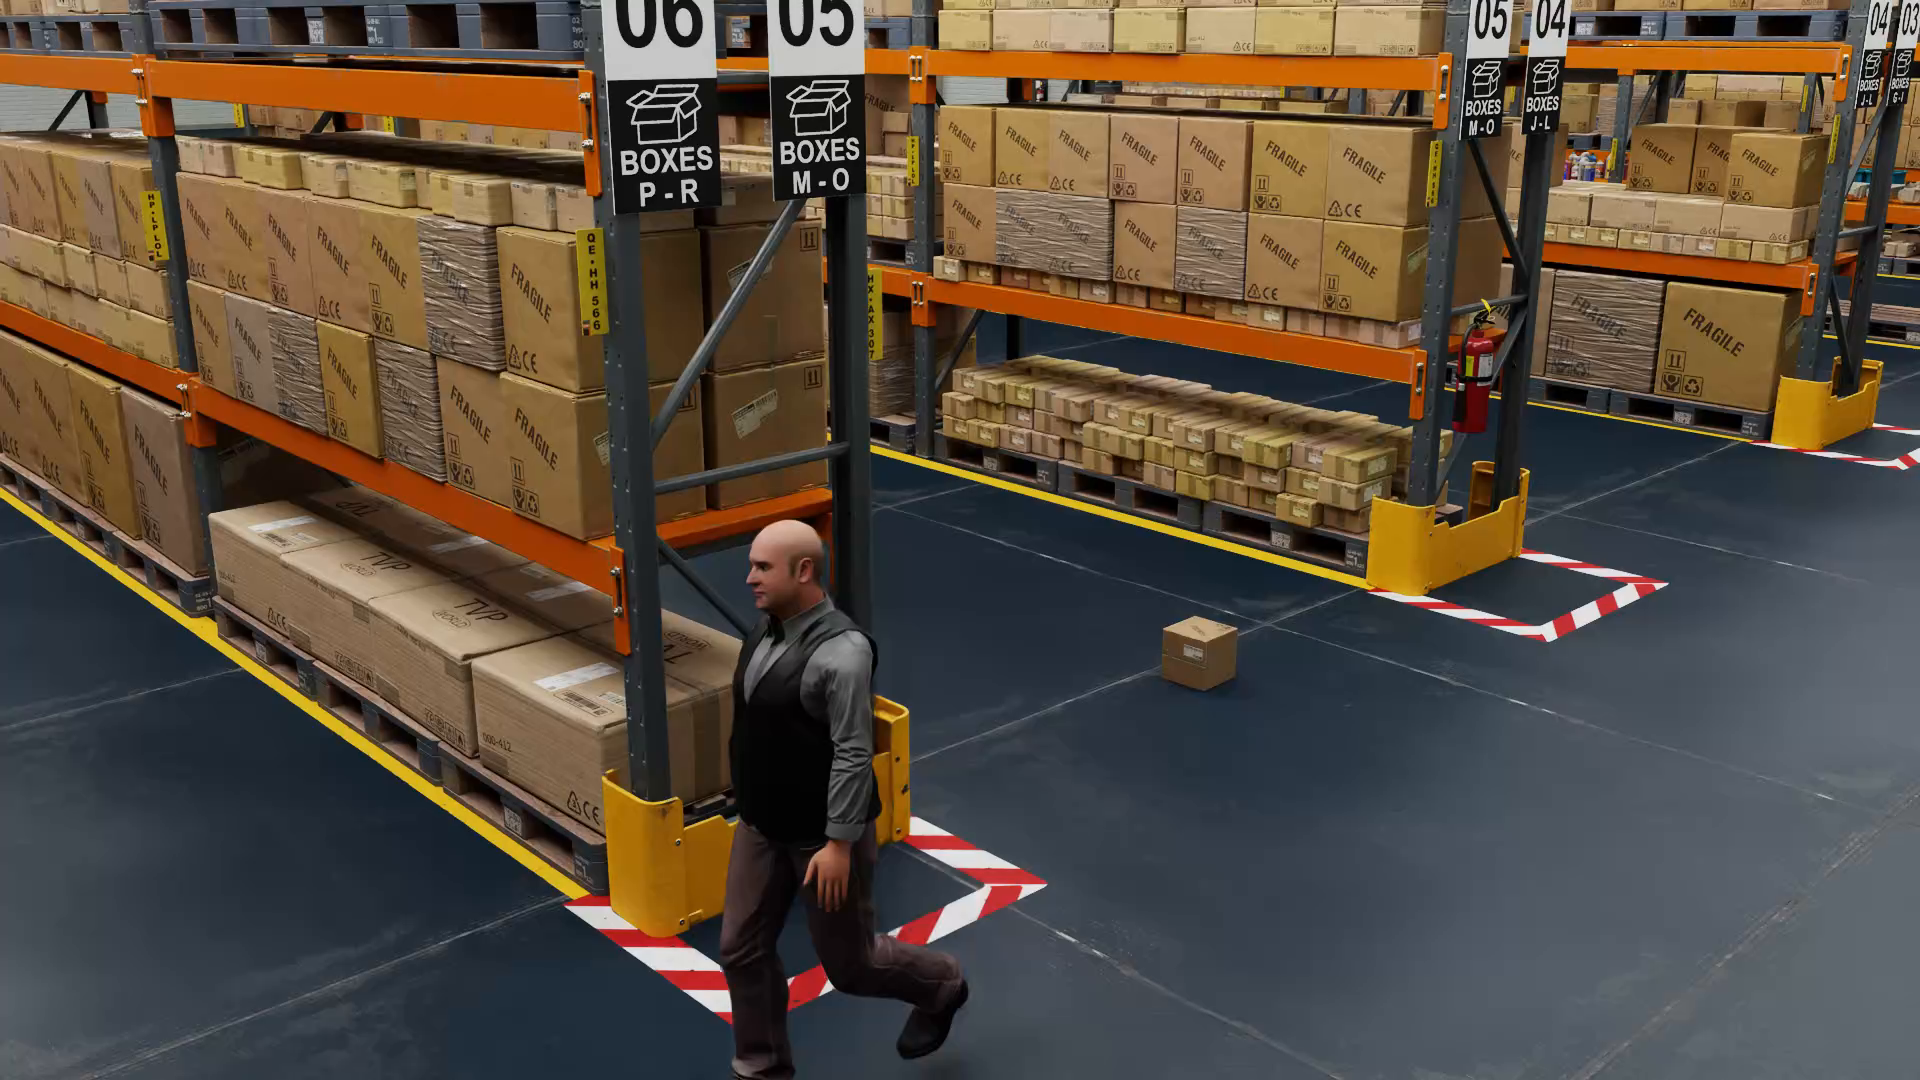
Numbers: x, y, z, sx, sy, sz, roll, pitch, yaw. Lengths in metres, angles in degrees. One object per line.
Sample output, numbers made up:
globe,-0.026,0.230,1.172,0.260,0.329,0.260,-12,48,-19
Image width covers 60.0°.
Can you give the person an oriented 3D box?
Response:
person,-0.406,0.769,4.599,0.828,1.695,0.560,-13,21,-36
